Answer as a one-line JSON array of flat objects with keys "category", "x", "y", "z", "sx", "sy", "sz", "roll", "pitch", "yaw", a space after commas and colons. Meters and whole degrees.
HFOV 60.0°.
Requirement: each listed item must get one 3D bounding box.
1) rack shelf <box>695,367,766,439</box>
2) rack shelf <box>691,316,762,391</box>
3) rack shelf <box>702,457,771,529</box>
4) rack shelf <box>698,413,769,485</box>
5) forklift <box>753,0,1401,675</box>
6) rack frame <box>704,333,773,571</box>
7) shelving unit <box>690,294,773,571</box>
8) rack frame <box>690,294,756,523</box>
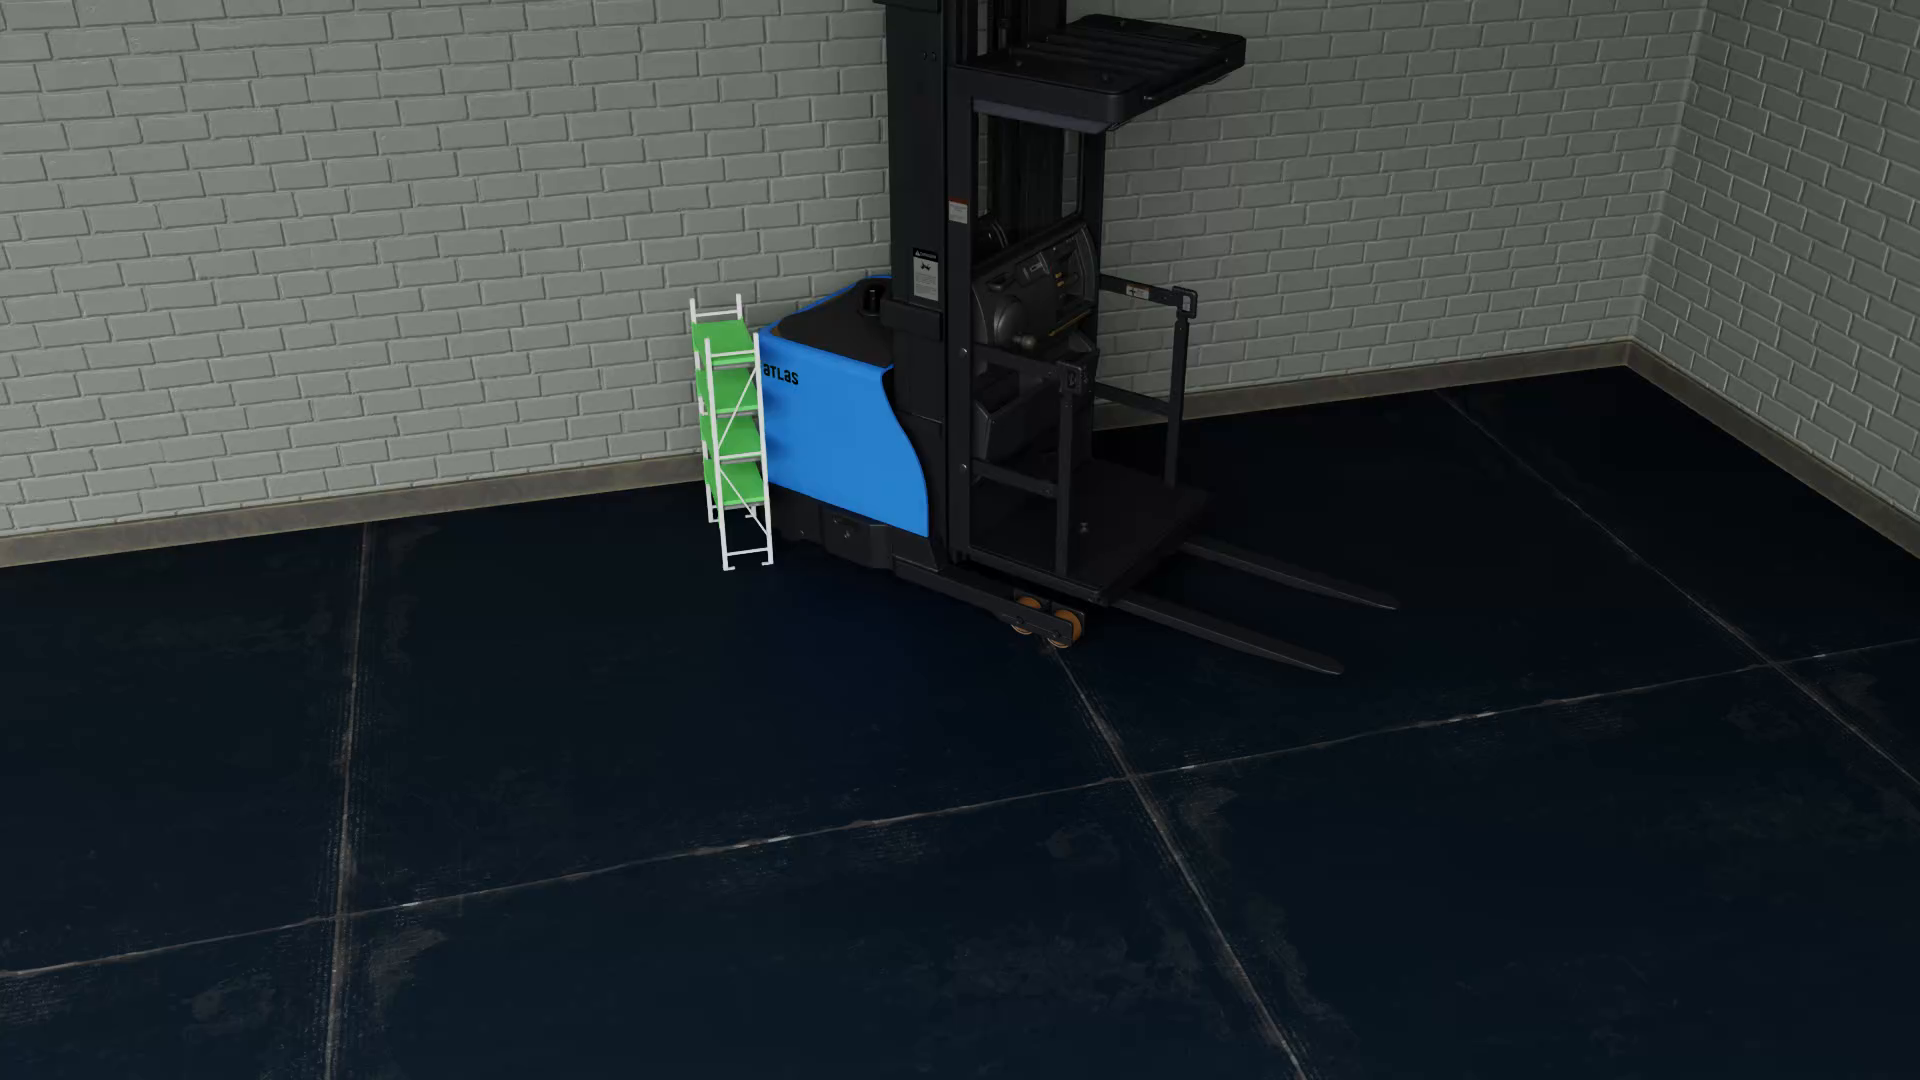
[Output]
[{"category": "rack shelf", "x": -1.087, "y": -0.662, "z": 7.844, "sx": 0.258, "sy": 0.148, "sz": 0.480, "roll": -8, "pitch": 31, "yaw": -14}, {"category": "rack shelf", "x": -1.087, "y": -0.870, "z": 7.724, "sx": 0.258, "sy": 0.148, "sz": 0.480, "roll": -8, "pitch": 31, "yaw": -14}, {"category": "rack shelf", "x": -1.087, "y": -0.246, "z": 8.085, "sx": 0.258, "sy": 0.148, "sz": 0.480, "roll": -8, "pitch": 31, "yaw": -14}, {"category": "rack shelf", "x": -1.087, "y": -0.454, "z": 7.964, "sx": 0.258, "sy": 0.148, "sz": 0.480, "roll": -8, "pitch": 31, "yaw": -14}, {"category": "forklift", "x": 0.512, "y": -1.091, "z": 7.209, "sx": 3.031, "sy": 2.935, "sz": 1.130, "roll": 19, "pitch": 35, "yaw": 29}, {"category": "rack frame", "x": -1.021, "y": -0.392, "z": 7.729, "sx": 0.240, "sy": 1.200, "sz": 0.015, "roll": -8, "pitch": 31, "yaw": -14}, {"category": "shelving unit", "x": -1.087, "y": -0.509, "z": 7.932, "sx": 0.258, "sy": 1.200, "sz": 0.503, "roll": -8, "pitch": 31, "yaw": -14}, {"category": "rack frame", "x": -1.153, "y": -0.627, "z": 8.136, "sx": 0.240, "sy": 1.200, "sz": 0.015, "roll": -8, "pitch": 31, "yaw": -14}]
